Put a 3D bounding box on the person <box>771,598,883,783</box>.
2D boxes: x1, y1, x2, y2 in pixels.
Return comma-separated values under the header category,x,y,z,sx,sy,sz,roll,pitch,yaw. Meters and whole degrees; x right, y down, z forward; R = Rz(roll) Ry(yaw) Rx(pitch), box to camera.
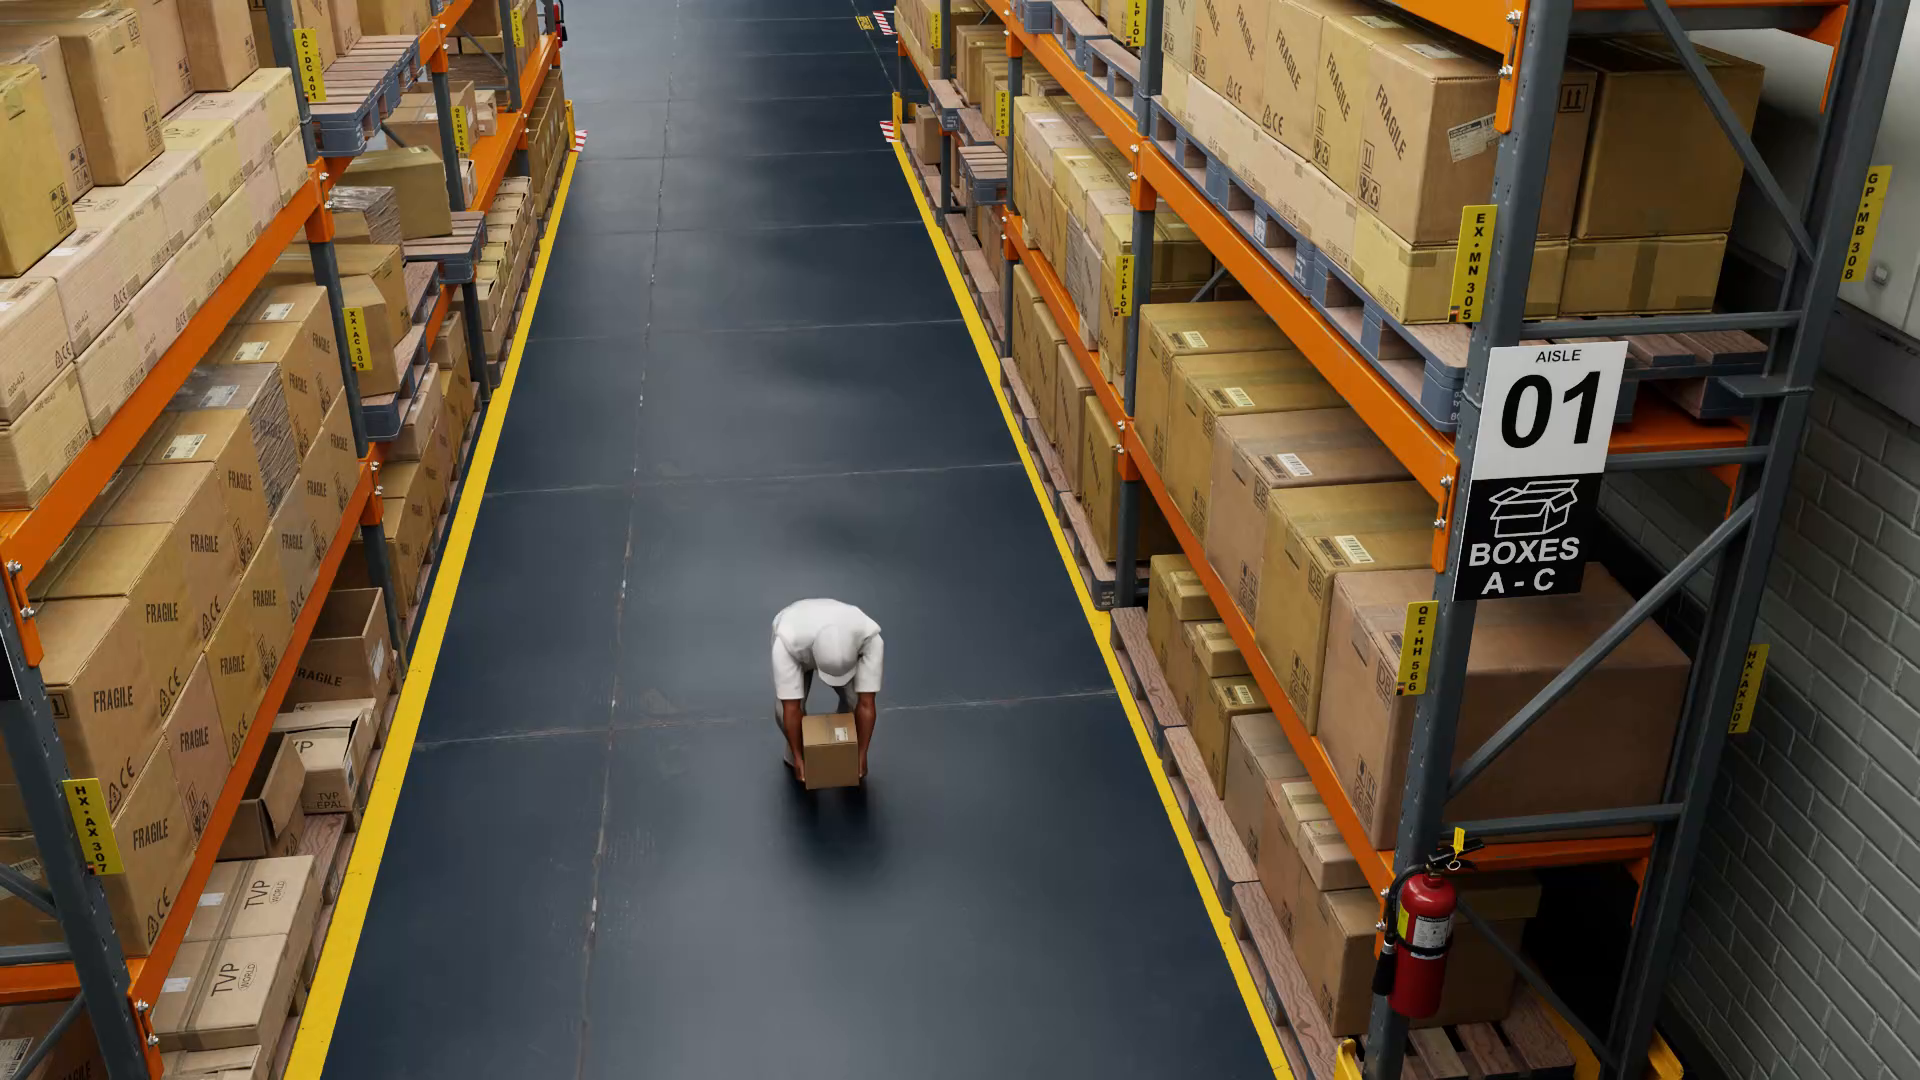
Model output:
category,x,y,z,sx,sy,sz,roll,pitch,yaw
person,-0.644,0.688,8.085,0.532,1.007,0.919,-4,27,-9
